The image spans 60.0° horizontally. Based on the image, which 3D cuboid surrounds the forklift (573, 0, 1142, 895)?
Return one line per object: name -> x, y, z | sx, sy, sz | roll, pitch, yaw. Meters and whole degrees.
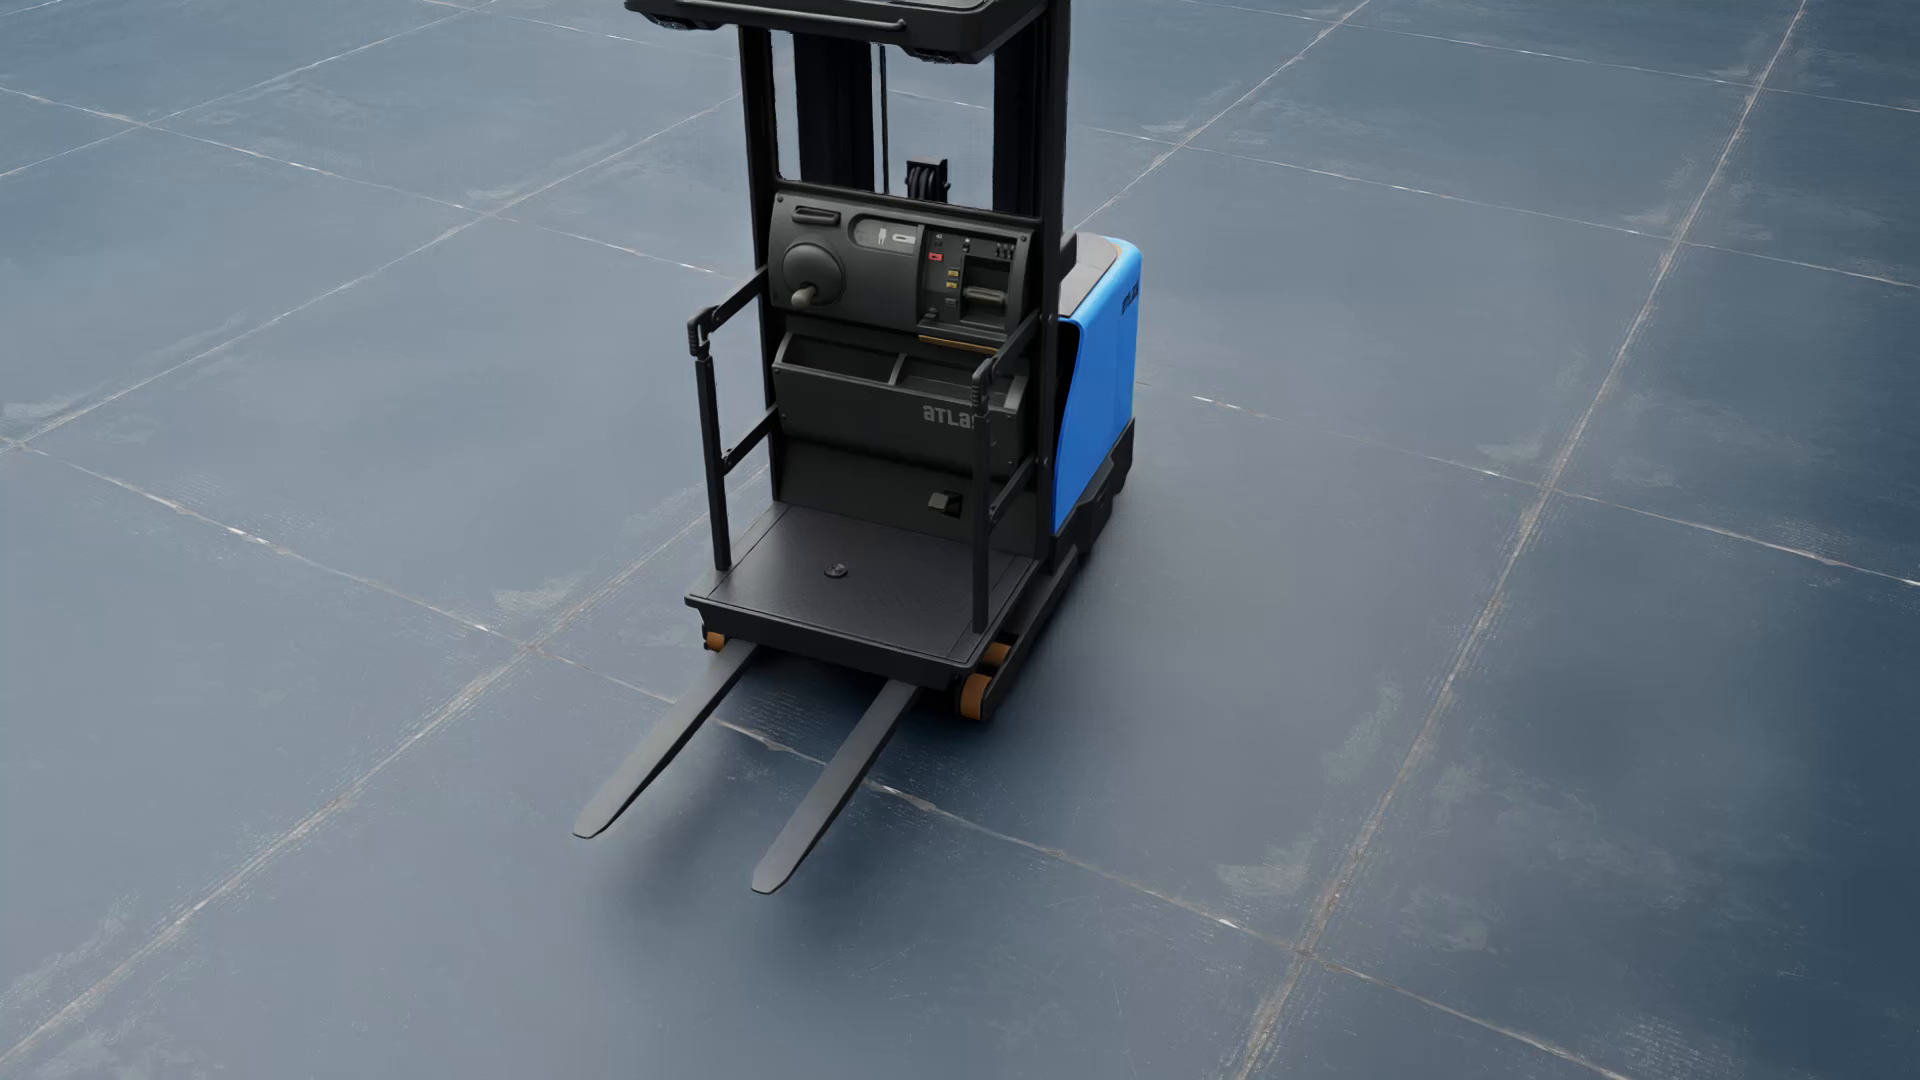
forklift -> -0.290, -0.856, 5.391 | 1.130, 2.935, 3.031 | 13, 36, 18
